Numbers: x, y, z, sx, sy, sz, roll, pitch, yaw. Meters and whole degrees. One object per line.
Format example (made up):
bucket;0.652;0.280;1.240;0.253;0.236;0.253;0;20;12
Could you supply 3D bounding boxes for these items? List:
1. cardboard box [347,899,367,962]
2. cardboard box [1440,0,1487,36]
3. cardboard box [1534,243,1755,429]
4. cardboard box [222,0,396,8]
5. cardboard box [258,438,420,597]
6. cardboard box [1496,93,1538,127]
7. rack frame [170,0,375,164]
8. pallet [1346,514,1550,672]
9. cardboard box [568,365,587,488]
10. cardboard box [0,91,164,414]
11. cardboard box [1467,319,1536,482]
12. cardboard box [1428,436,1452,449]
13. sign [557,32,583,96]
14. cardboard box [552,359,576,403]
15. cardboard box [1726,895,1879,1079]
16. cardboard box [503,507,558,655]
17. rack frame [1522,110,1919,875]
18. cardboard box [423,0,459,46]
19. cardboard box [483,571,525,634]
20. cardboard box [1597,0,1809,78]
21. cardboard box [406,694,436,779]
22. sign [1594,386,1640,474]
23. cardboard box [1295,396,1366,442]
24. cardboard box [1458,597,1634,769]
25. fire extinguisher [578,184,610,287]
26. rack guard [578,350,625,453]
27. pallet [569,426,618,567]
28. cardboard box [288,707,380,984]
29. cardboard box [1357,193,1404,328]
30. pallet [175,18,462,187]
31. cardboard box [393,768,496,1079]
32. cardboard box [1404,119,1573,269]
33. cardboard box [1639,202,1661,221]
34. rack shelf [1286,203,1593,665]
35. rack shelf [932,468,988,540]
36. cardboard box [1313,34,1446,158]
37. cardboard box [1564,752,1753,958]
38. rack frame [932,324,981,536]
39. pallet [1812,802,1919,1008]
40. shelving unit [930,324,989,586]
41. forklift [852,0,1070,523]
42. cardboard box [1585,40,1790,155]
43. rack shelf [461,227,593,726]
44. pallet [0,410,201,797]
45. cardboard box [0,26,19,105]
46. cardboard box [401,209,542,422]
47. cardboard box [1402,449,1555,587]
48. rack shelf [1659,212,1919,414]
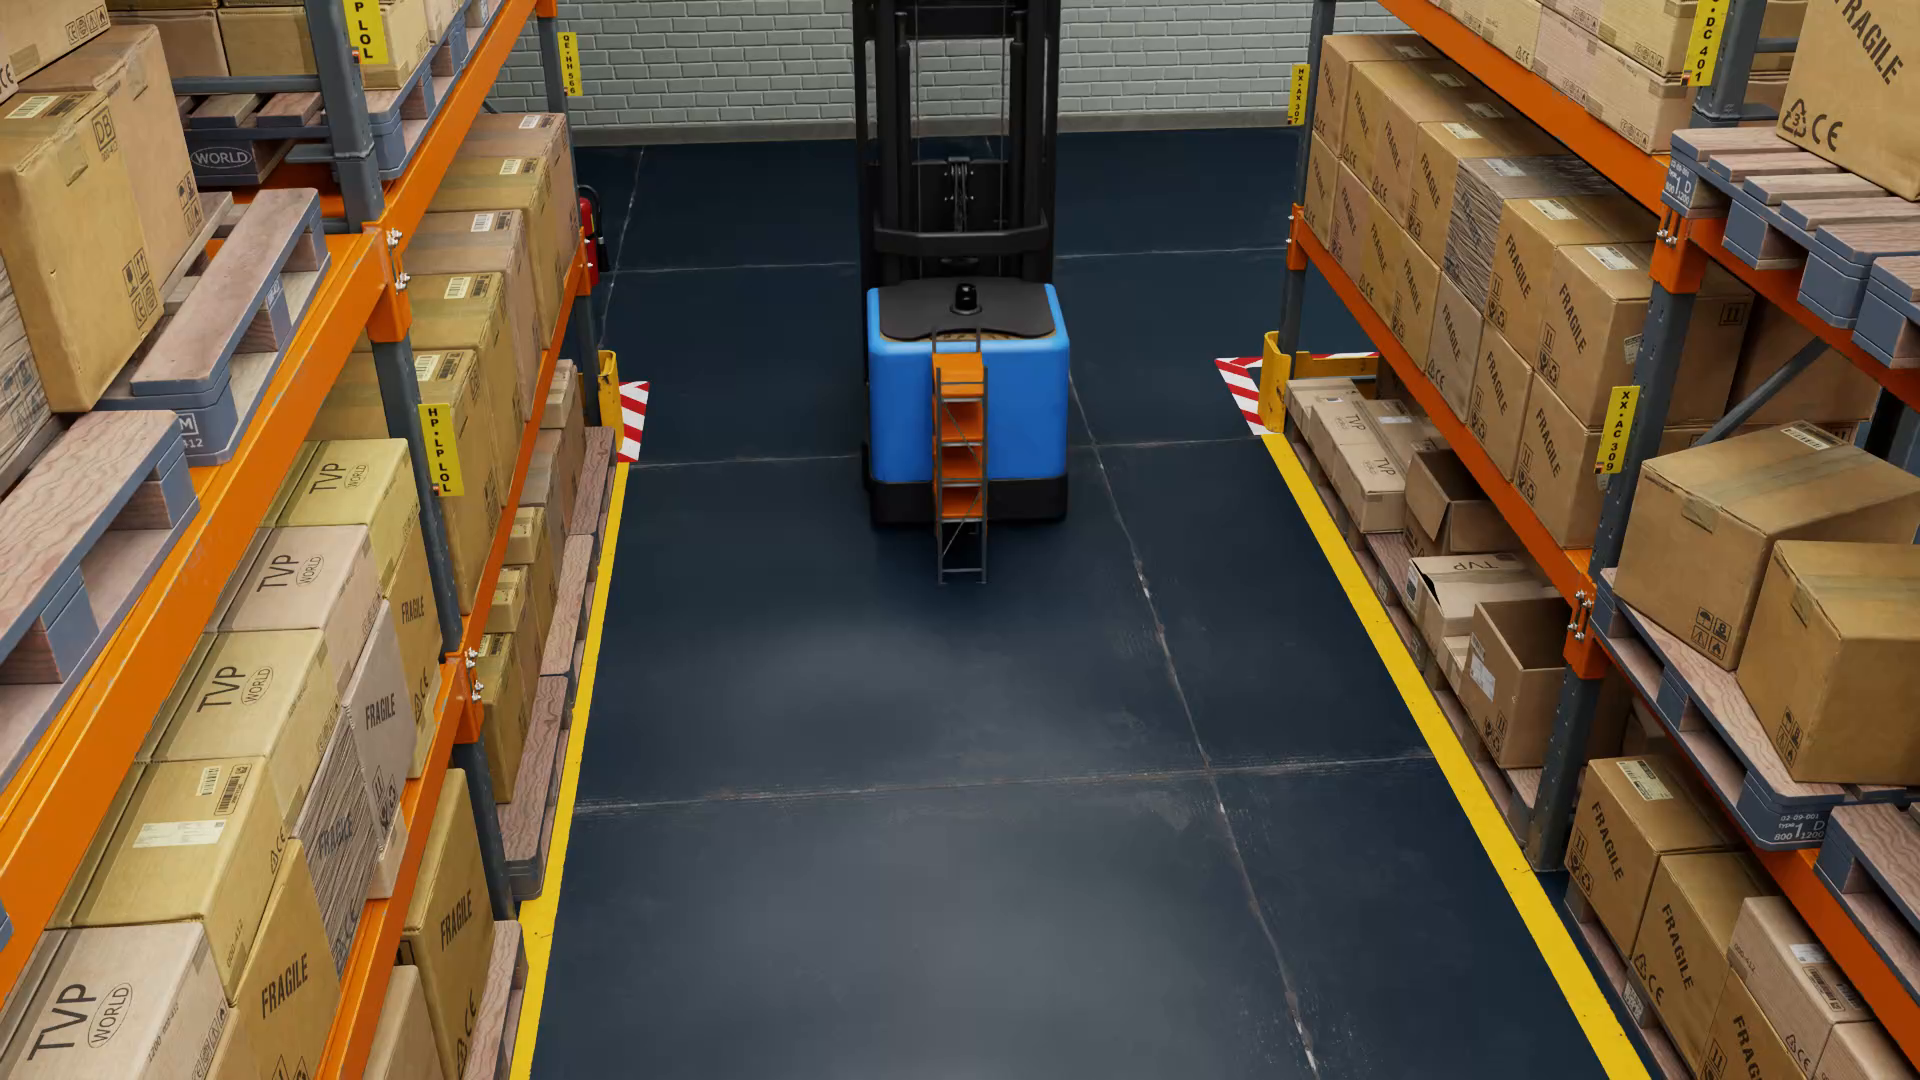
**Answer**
cardboard box;-1.798;0.993;4.388;0.380;0.149;0.250;-3;31;-5
cardboard box;2.310;-2.252;6.816;0.500;0.250;0.500;-3;31;-5
cardboard box;2.449;-0.745;5.999;0.500;0.500;0.500;-3;31;-4
cardboard box;-1.965;-1.934;5.045;0.500;0.500;0.500;-3;31;-5
cardboard box;-1.879;-0.063;4.791;0.500;0.250;0.500;-2;31;-3
cardboard box;2.797;-1.805;7.774;0.500;0.500;0.500;-2;31;-3
rack frame;-2.178;-2.363;3.931;1.000;3.000;0.127;-3;31;-5
pallet;2.574;0.195;8.217;1.003;0.211;1.213;-3;31;-5
cardboard box;-2.387;-0.584;8.831;0.700;0.500;0.500;-3;31;-5
cardboard box;-2.088;-0.572;3.330;0.700;0.500;0.500;-3;31;-6
cardboard box;2.402;-0.576;6.692;0.500;0.500;0.500;-2;31;-3
cardboard box;2.735;-0.325;8.622;0.500;0.250;0.500;-3;31;-5
sign;-2.010;-2.448;8.562;0.100;0.325;0.005;-3;31;-5
cardboard box;-2.193;-0.806;8.570;0.380;0.149;0.250;-3;31;-5
cardboard box;2.650;1.305;4.918;0.500;0.250;0.500;-3;31;-4
cardboard box;-2.235;0.200;7.519;0.700;0.500;0.500;-2;31;-3
rack frame;2.754;-0.027;5.870;1.000;3.000;0.127;-3;31;-5
cardboard box;-2.013;-1.861;5.654;0.500;0.250;0.500;-3;31;-6
cardboard box;-1.996;0.256;6.791;0.380;0.149;0.250;-2;31;-3
cardboard box;2.438;-1.700;5.405;0.500;0.250;0.500;-3;31;-5
cardboard box;-1.817;0.598;5.049;0.380;0.149;0.250;-2;31;-4
sign;2.214;-0.369;5.598;0.100;0.325;0.005;-3;31;-5
cardboard box;2.100;-0.684;9.304;0.380;0.166;0.250;-3;31;-5
cardboard box;2.418;0.580;6.862;0.500;0.500;0.500;-3;31;-5
fire extinguisher;-2.106;-1.736;9.170;0.296;0.674;0.183;-3;31;-5
rack guard;-2.554;-0.769;9.550;1.175;0.500;0.348;-3;31;-5
pallet;-2.399;-0.228;8.926;1.003;0.211;1.213;-3;31;-5
cardboard box;-1.788;0.774;4.123;0.500;0.500;0.500;-3;31;-4
cardboard box;2.257;-1.353;7.993;0.500;0.500;0.500;-3;31;-5
pallet;-2.244;-1.456;5.423;1.003;0.211;1.213;-3;31;-5
cardboard box;-1.988;1.281;5.368;0.750;0.750;0.750;-2;31;-4
cardboard box;2.306;-1.521;7.298;0.500;0.500;0.500;-3;31;-5
cardboard box;2.941;-1.017;6.454;0.500;0.500;0.500;-4;31;-6
rack shelf;2.567;-0.739;7.764;1.077;0.370;4.000;-3;31;-5
rack shelf;-0.004;-0.190;8.416;0.258;0.148;0.480;-2;31;-3
cardboard box;2.159;-2.302;8.607;0.500;0.500;0.500;-2;31;-3
cardboard box;2.556;1.116;5.965;0.500;0.500;0.500;-4;31;-7
rack frame;-0.018;-0.543;8.489;0.240;1.200;0.015;-2;31;-3
pallet;2.941;1.105;4.162;1.003;0.211;1.213;-3;31;-5
shelving unit;-0.004;-0.418;8.280;0.258;1.200;0.503;-2;31;-3
forklift;-0.034;-2.075;9.365;1.130;2.935;3.031;-2;31;-3
cardboard box;2.444;-1.486;5.534;0.500;0.250;0.500;-3;31;-5
rack shelf;-2.365;-0.500;7.363;1.077;0.370;4.000;-3;31;-5
pallet;-2.024;0.151;2.831;1.003;0.211;1.213;-1;31;-2
cardboard box;-2.160;-0.893;3.136;0.500;0.250;0.500;-4;31;-6
cardboard box;-2.353;-0.938;7.103;0.980;0.700;0.700;-4;31;-7
cardboard box;2.573;-0.103;8.003;0.797;0.503;0.637;-3;31;-5
rack shelf;2.941;0.015;3.576;1.077;0.370;4.000;-3;31;-5
